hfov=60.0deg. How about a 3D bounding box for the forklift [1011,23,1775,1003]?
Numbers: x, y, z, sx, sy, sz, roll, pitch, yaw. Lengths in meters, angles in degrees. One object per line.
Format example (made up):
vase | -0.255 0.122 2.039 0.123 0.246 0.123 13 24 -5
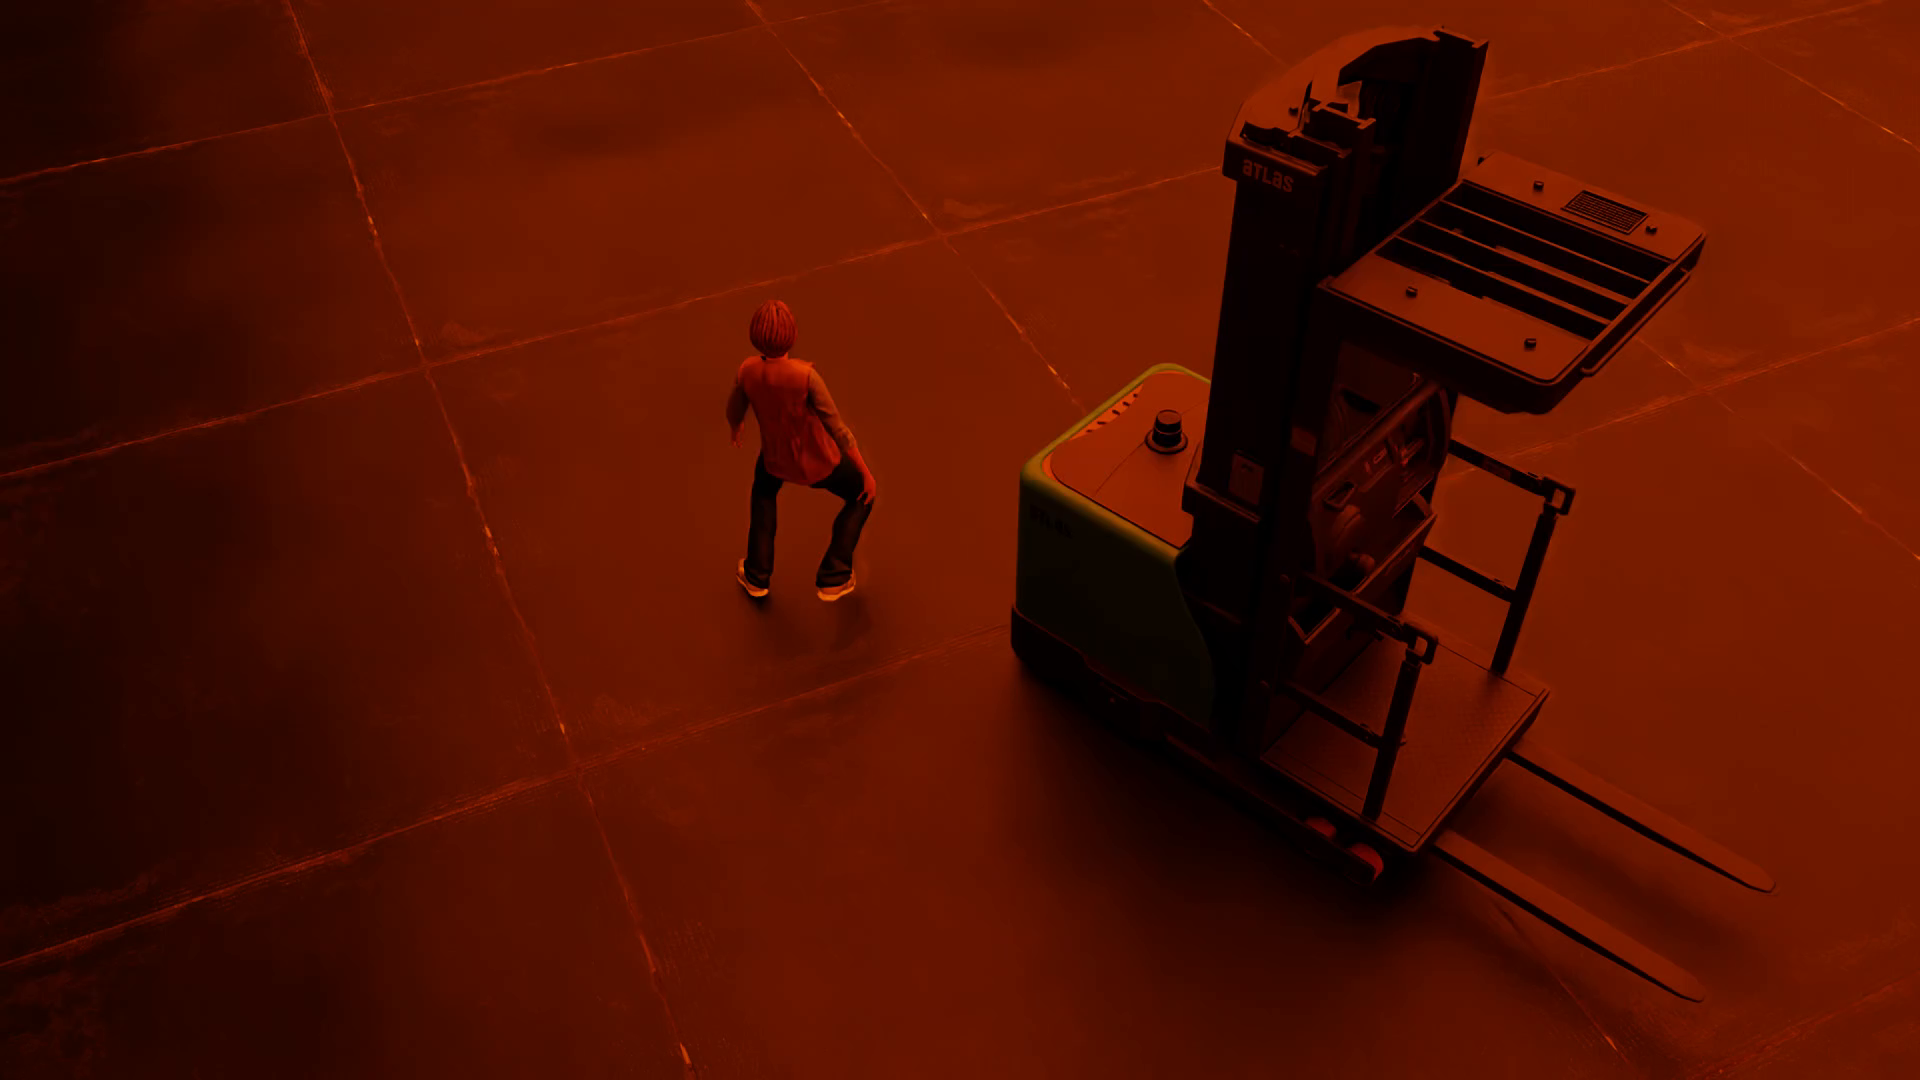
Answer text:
forklift | 1.659 -0.154 5.846 3.031 2.935 1.130 31 51 29

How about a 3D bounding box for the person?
person | -0.679 -0.363 7.128 0.762 1.508 0.452 17 46 18
